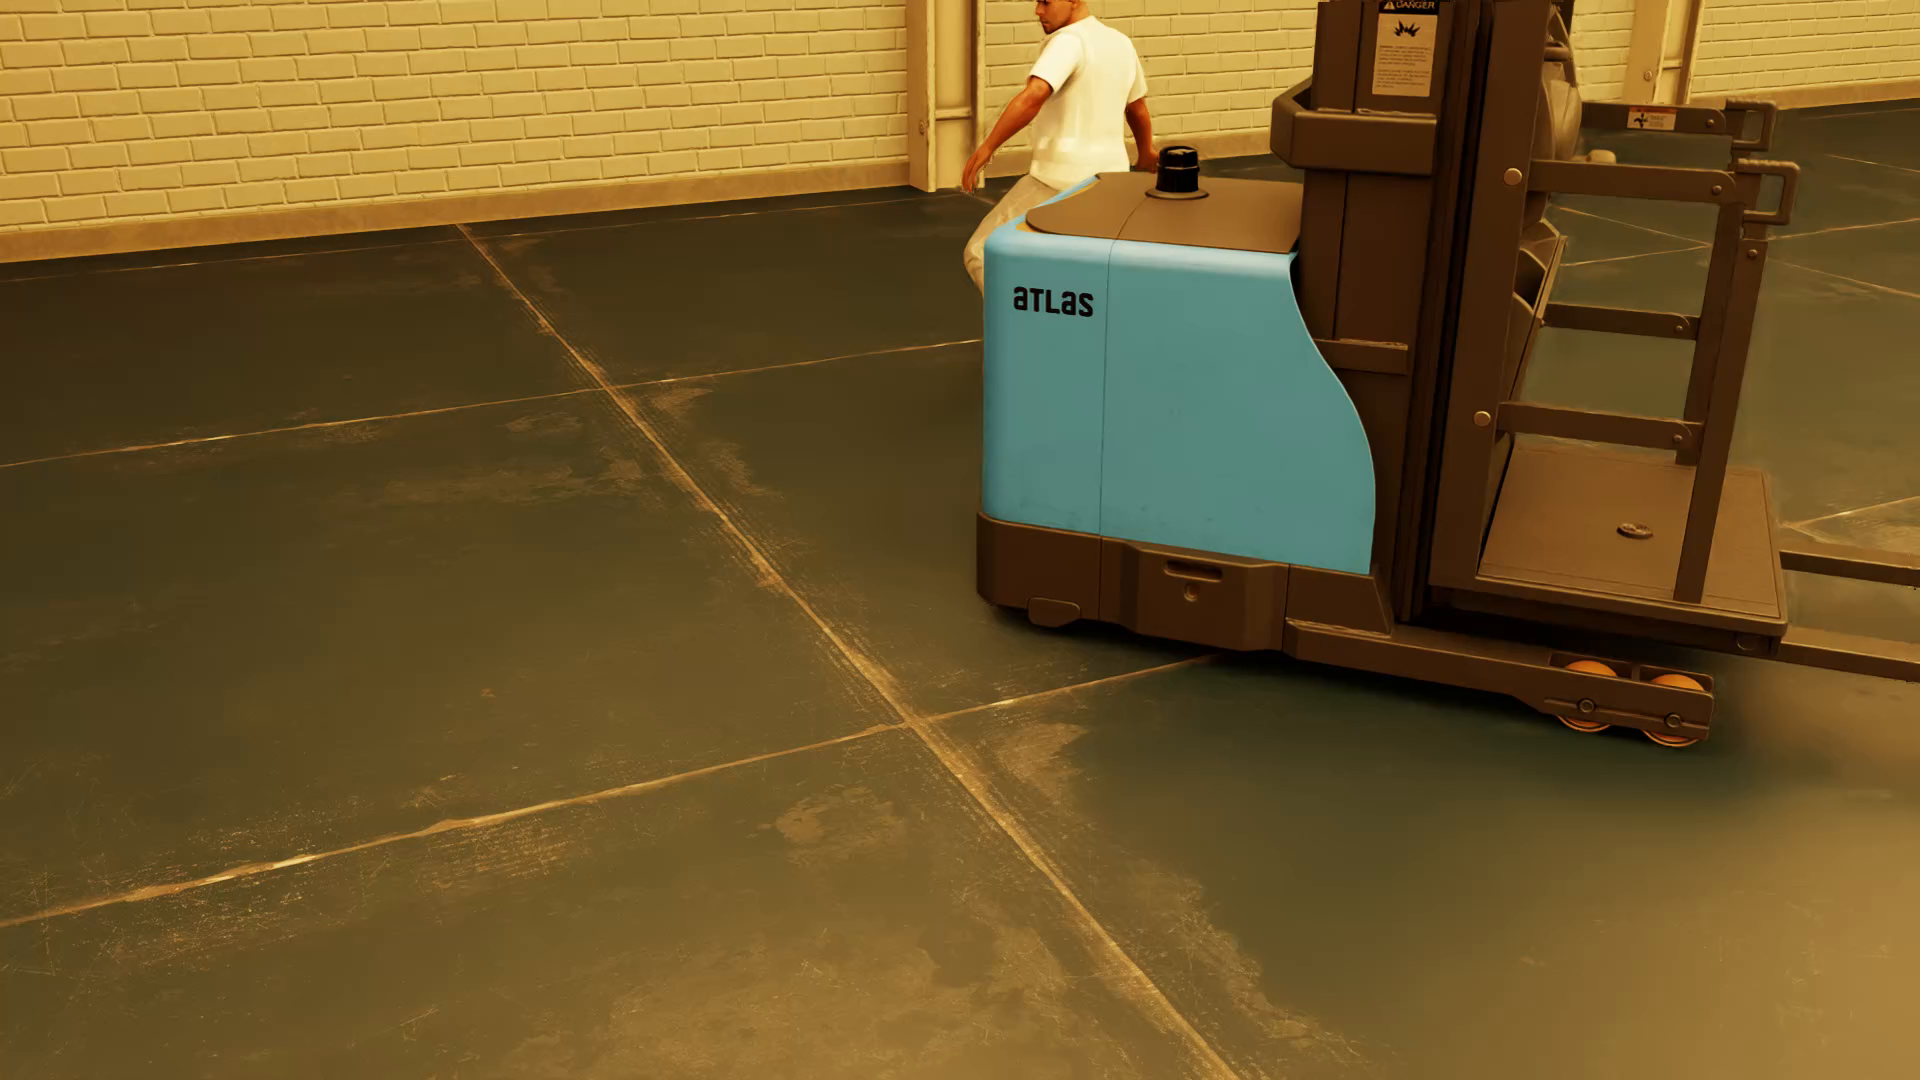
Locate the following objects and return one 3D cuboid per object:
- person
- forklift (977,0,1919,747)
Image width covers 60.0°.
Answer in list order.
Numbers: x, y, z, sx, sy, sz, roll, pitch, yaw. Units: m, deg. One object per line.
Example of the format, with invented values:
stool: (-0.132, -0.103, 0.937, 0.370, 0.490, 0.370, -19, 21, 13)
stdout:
person: (0.442, -1.455, 6.570, 0.510, 1.643, 1.181, 20, 30, 39)
forklift: (1.615, -1.096, 3.924, 3.031, 2.935, 1.130, 9, 24, 20)
